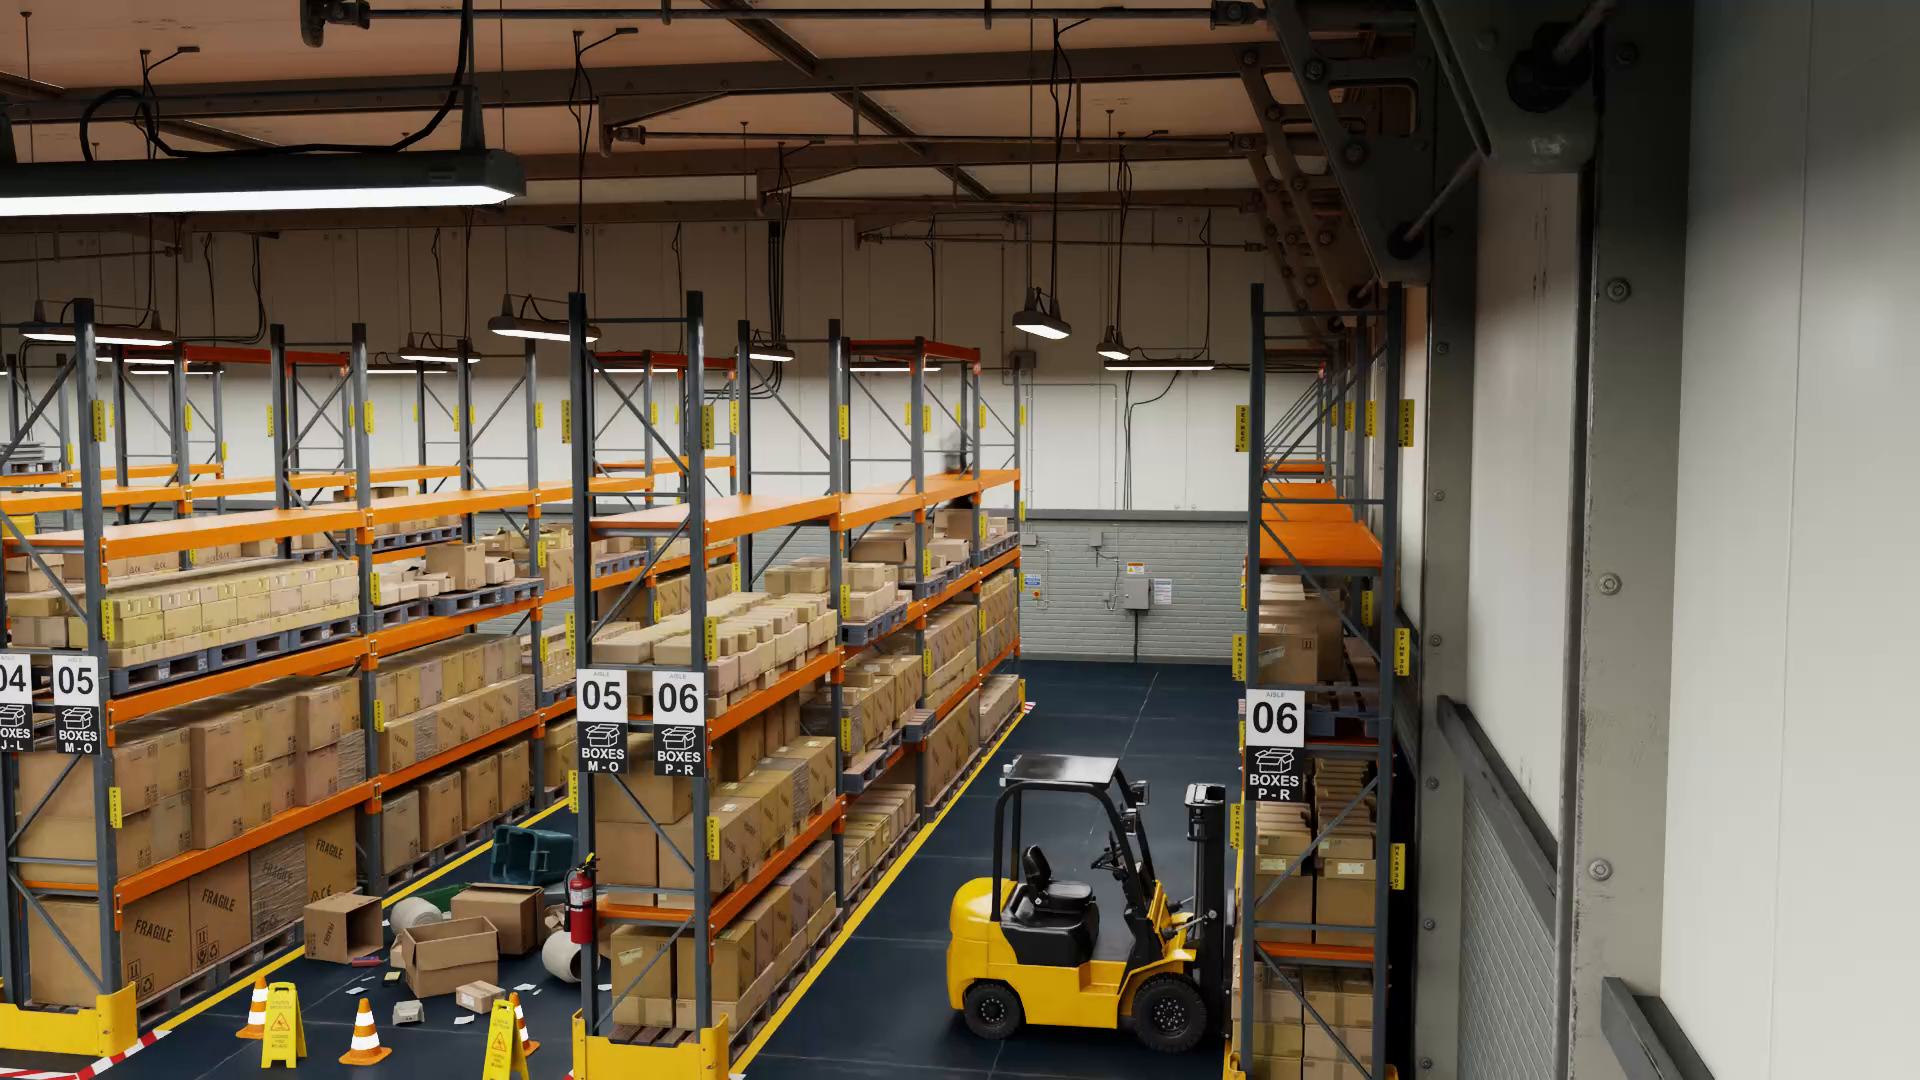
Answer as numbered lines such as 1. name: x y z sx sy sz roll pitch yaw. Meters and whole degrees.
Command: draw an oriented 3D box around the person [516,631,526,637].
1. person: -6.740 2.268 25.704 0.553 1.742 0.782 1 5 15
